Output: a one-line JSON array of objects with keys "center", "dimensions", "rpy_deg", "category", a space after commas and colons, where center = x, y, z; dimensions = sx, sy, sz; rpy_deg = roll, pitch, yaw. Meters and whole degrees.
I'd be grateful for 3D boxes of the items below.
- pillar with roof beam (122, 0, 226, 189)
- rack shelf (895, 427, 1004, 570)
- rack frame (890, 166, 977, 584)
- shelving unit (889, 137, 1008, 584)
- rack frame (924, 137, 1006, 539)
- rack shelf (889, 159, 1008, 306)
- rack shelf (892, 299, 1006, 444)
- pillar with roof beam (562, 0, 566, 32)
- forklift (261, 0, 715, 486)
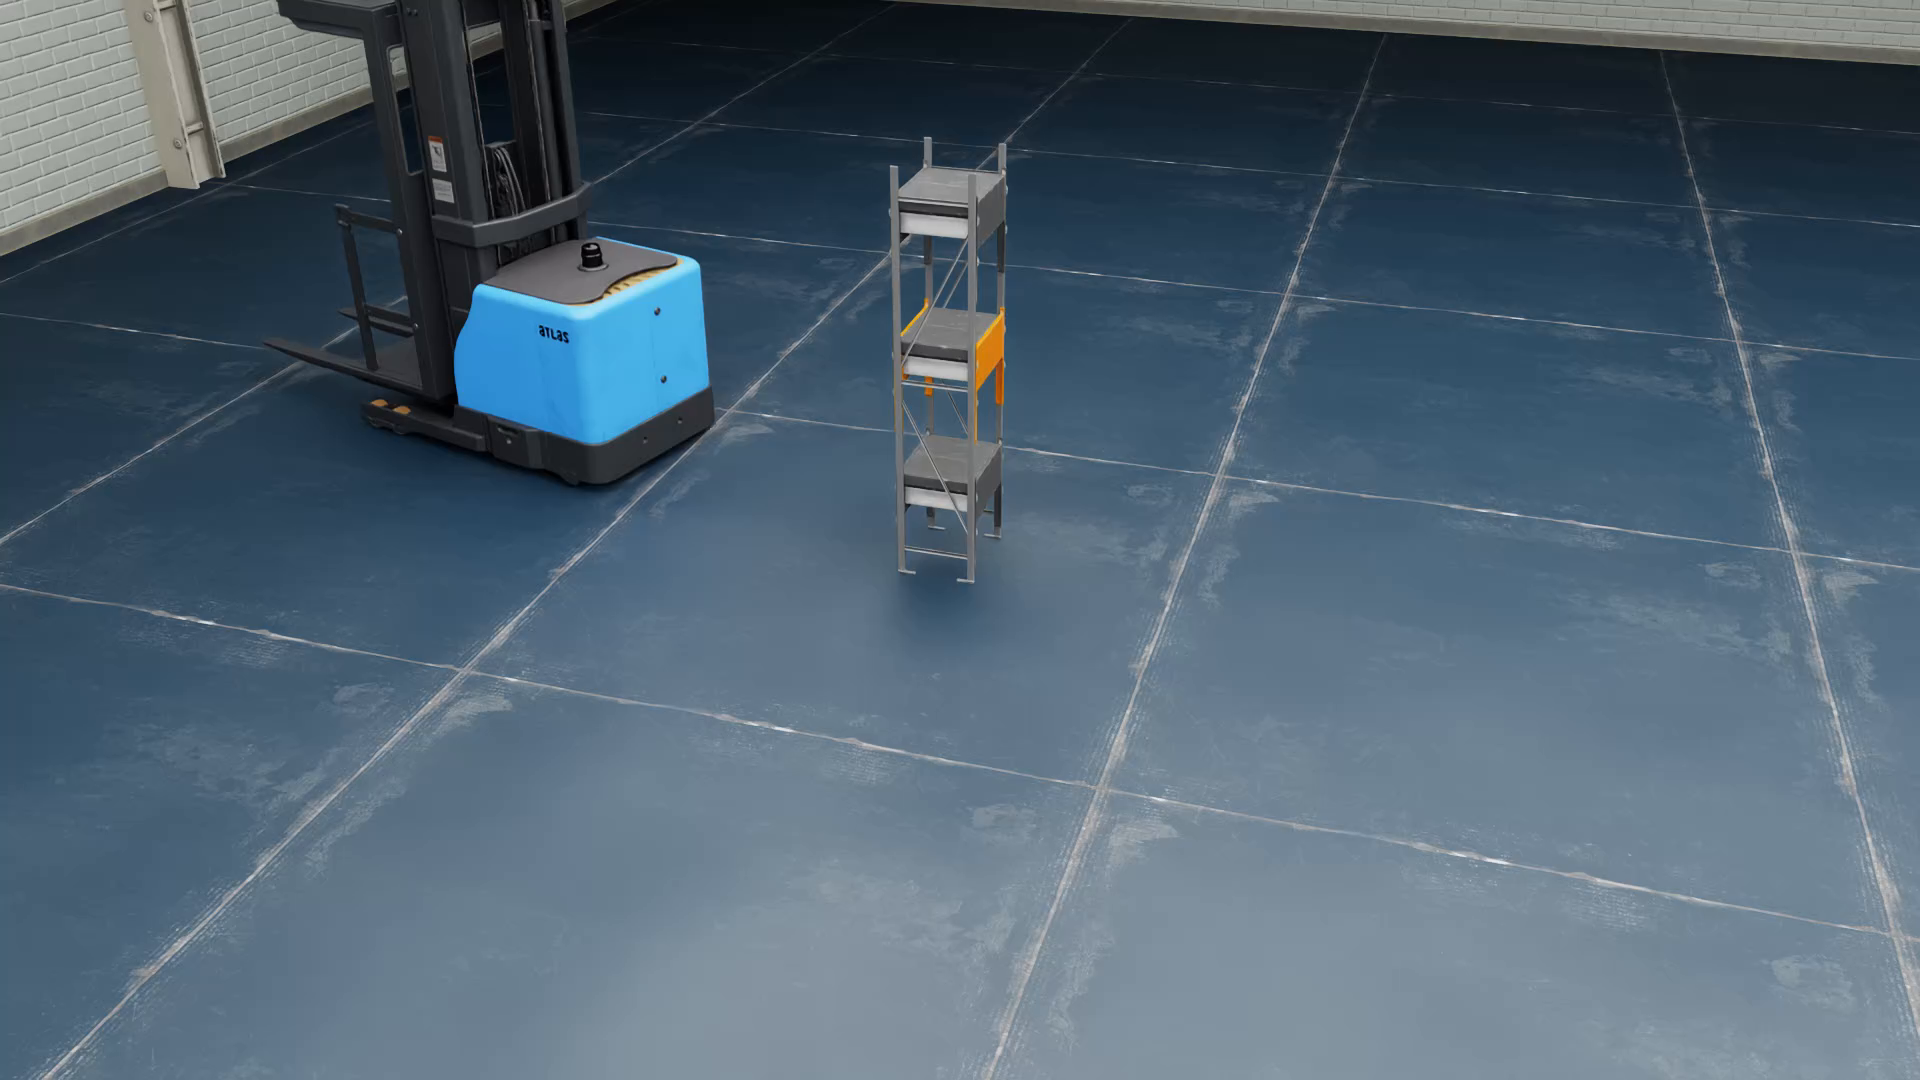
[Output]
[{"center": [-2.452, -6.406, 11.009], "dimensions": [9.100, 9.000, 0.400], "rpy_deg": [8, 30, 15], "category": "pillar with roof beam"}, {"center": [-0.049, -0.217, 8.448], "dimensions": [0.431, 0.518, 0.480], "rpy_deg": [8, 30, 15], "category": "rack shelf"}, {"center": [-0.120, -0.727, 7.897], "dimensions": [0.400, 2.100, 0.015], "rpy_deg": [8, 30, 15], "category": "rack frame"}, {"center": [-0.049, -0.841, 8.101], "dimensions": [0.431, 2.100, 0.503], "rpy_deg": [8, 30, 15], "category": "shelving unit"}, {"center": [0.023, -0.954, 8.305], "dimensions": [0.400, 2.100, 0.015], "rpy_deg": [8, 30, 15], "category": "rack frame"}, {"center": [-0.049, -1.440, 7.768], "dimensions": [0.431, 0.518, 0.480], "rpy_deg": [8, 30, 15], "category": "rack shelf"}, {"center": [-0.049, -0.829, 8.108], "dimensions": [0.431, 0.518, 0.480], "rpy_deg": [8, 30, 15], "category": "rack shelf"}, {"center": [-0.691, -9.194, 16.021], "dimensions": [9.100, 9.000, 0.400], "rpy_deg": [8, 30, 15], "category": "pillar with roof beam"}, {"center": [-2.980, -2.107, 9.523], "dimensions": [3.031, 2.935, 1.130], "rpy_deg": [17, 33, 27], "category": "forklift"}]
